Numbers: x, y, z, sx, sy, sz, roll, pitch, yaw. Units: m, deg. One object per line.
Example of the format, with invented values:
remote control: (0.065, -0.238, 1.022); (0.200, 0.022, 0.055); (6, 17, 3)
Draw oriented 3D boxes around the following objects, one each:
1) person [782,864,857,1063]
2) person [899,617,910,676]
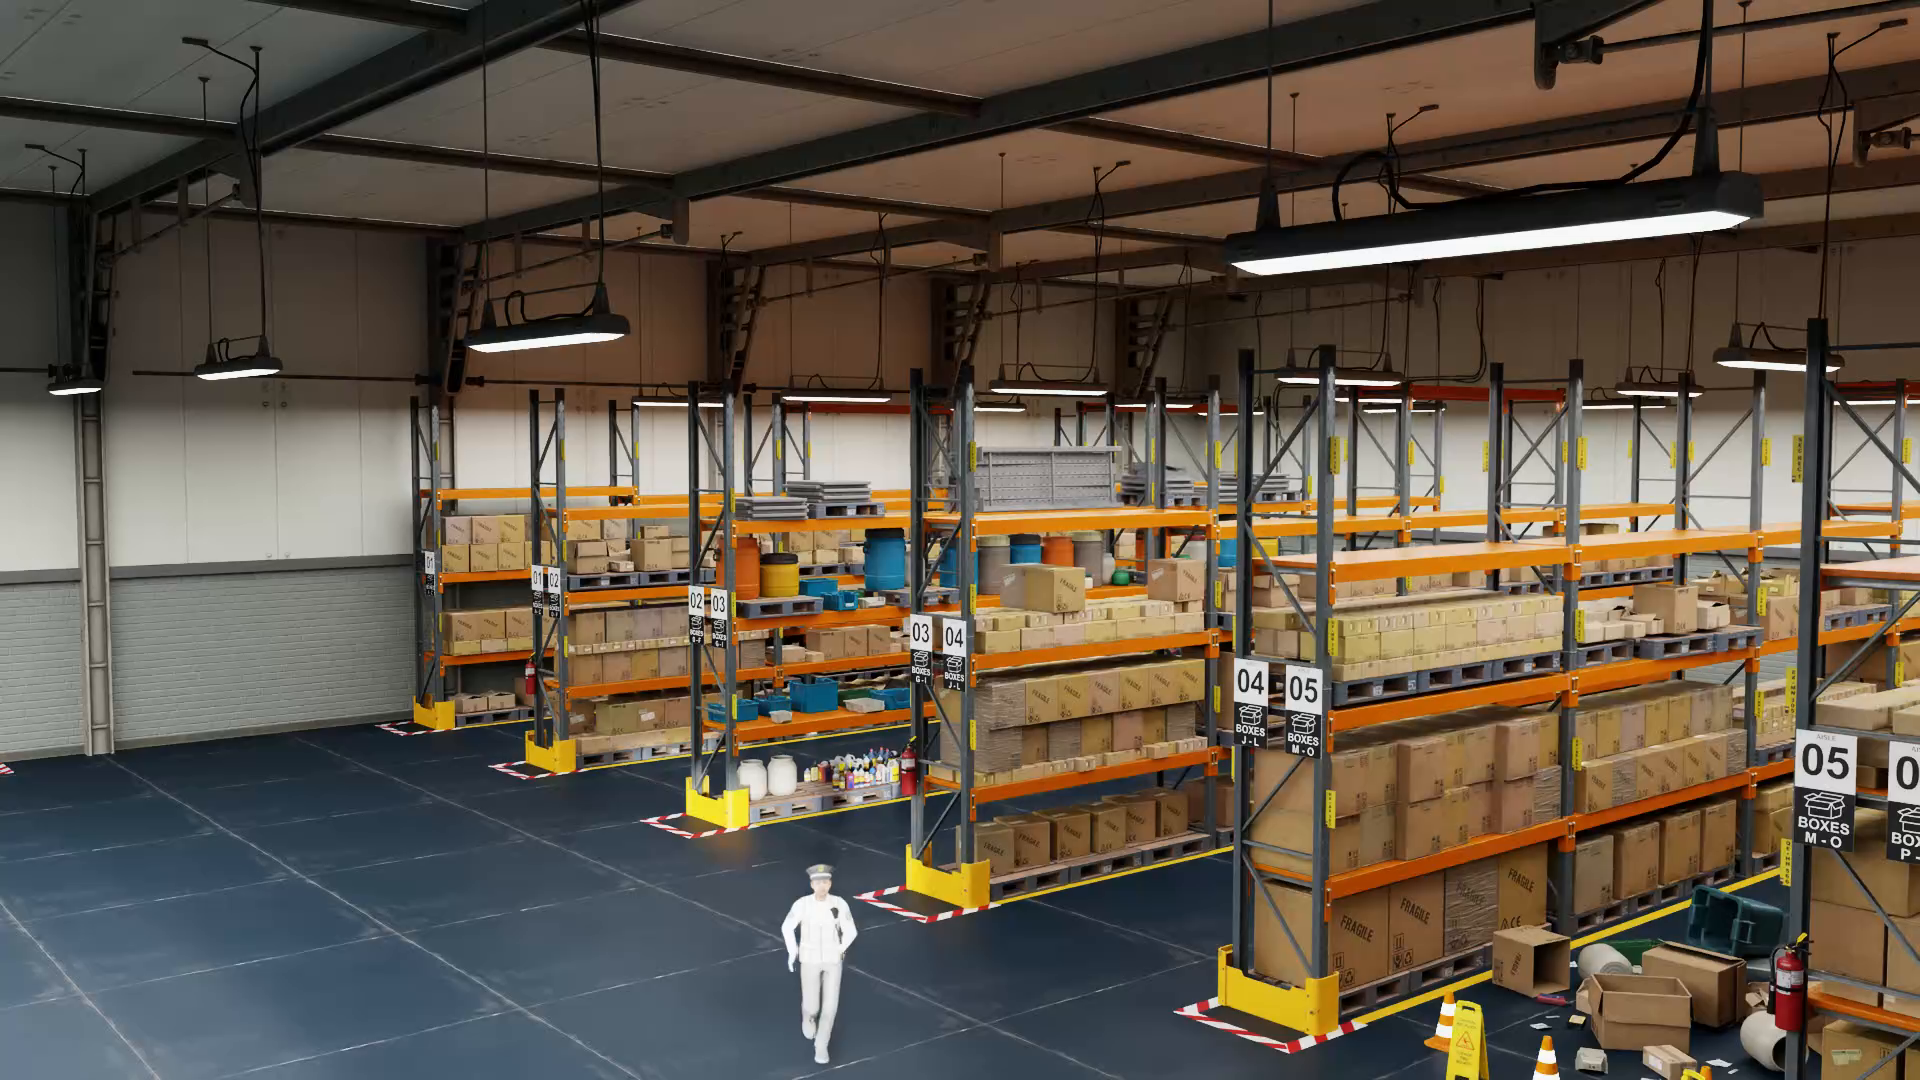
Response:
person: (-1.166, 3.526, 13.902); (0.621, 1.651, 0.548); (-1, 3, -9)
person: (-1.017, 1.972, 34.512); (0.678, 1.758, 0.571); (3, 5, 44)
